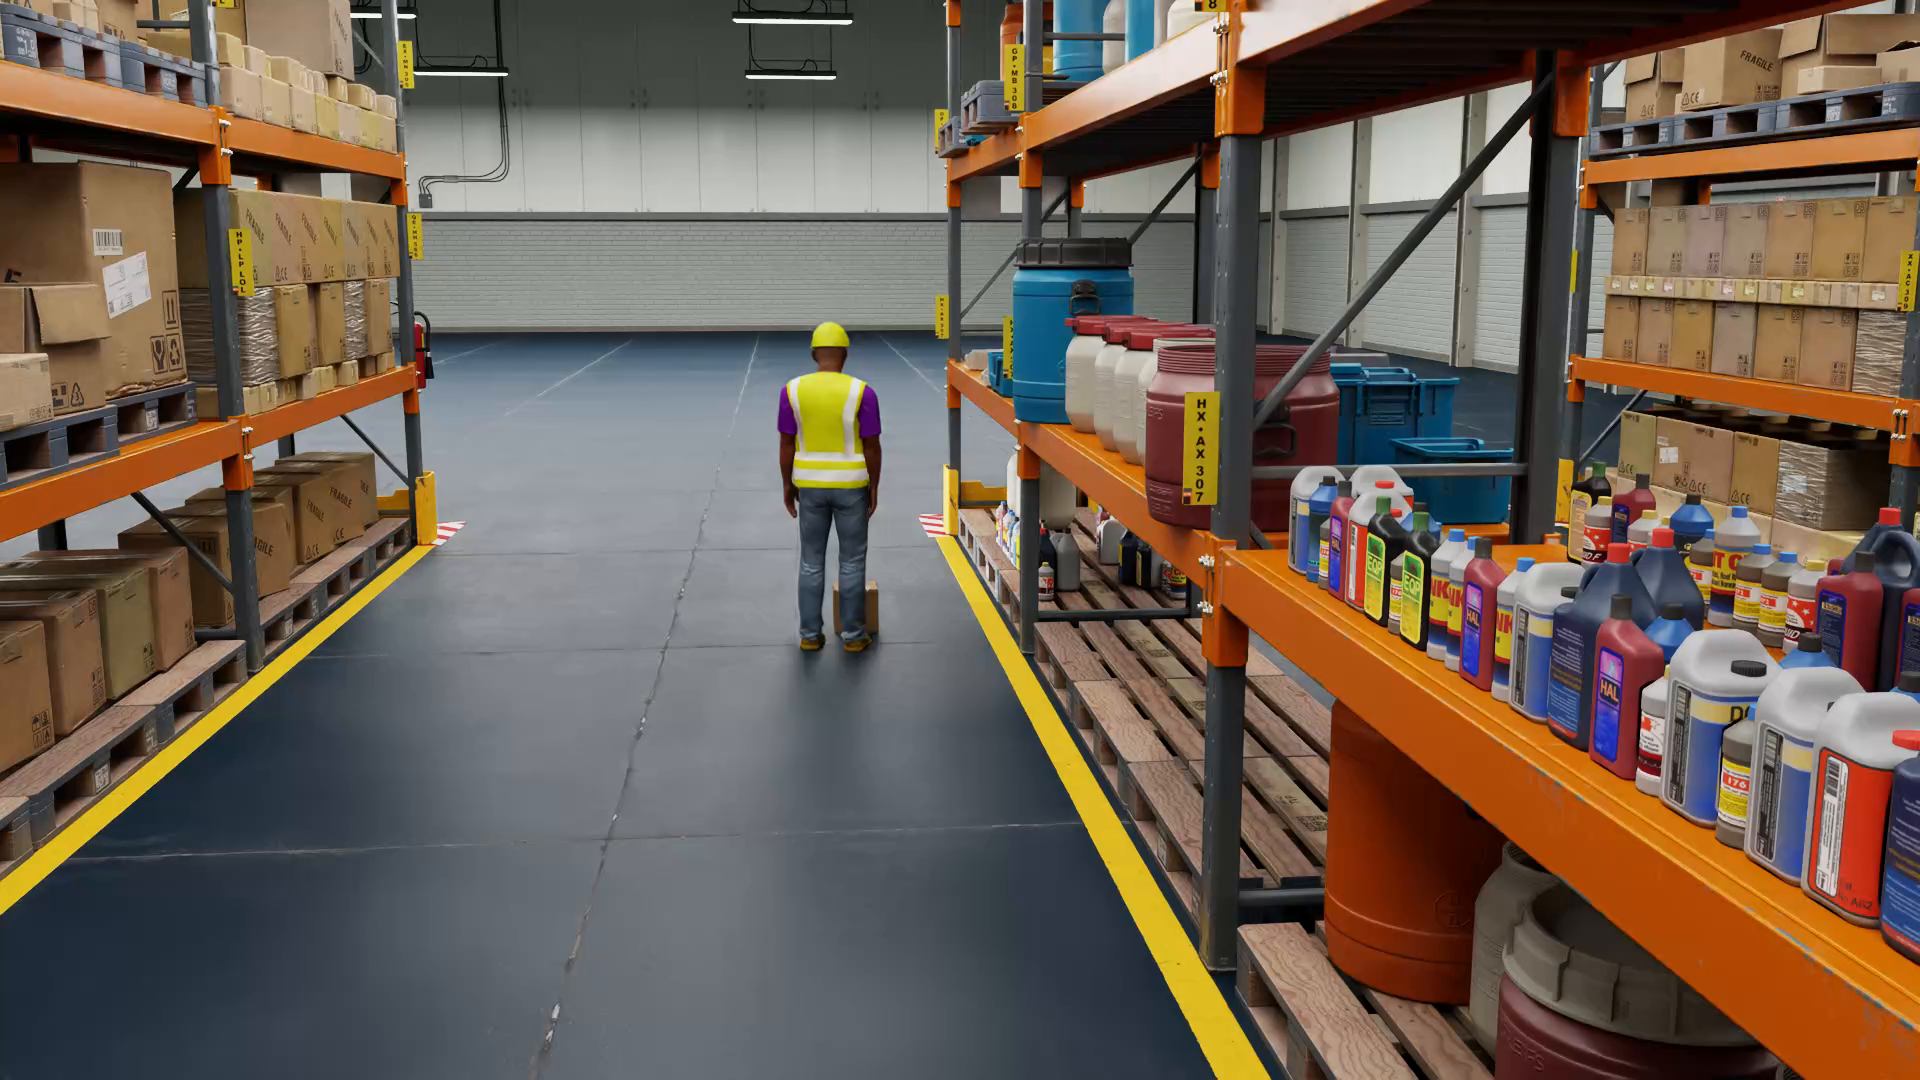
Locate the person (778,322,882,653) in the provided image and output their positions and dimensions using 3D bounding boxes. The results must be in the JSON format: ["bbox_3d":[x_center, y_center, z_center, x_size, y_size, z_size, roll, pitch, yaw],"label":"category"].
[{"bbox_3d":[-0.685,-0.285,8.938,0.564,1.770,0.380,2,10,10],"label":"person"}]
